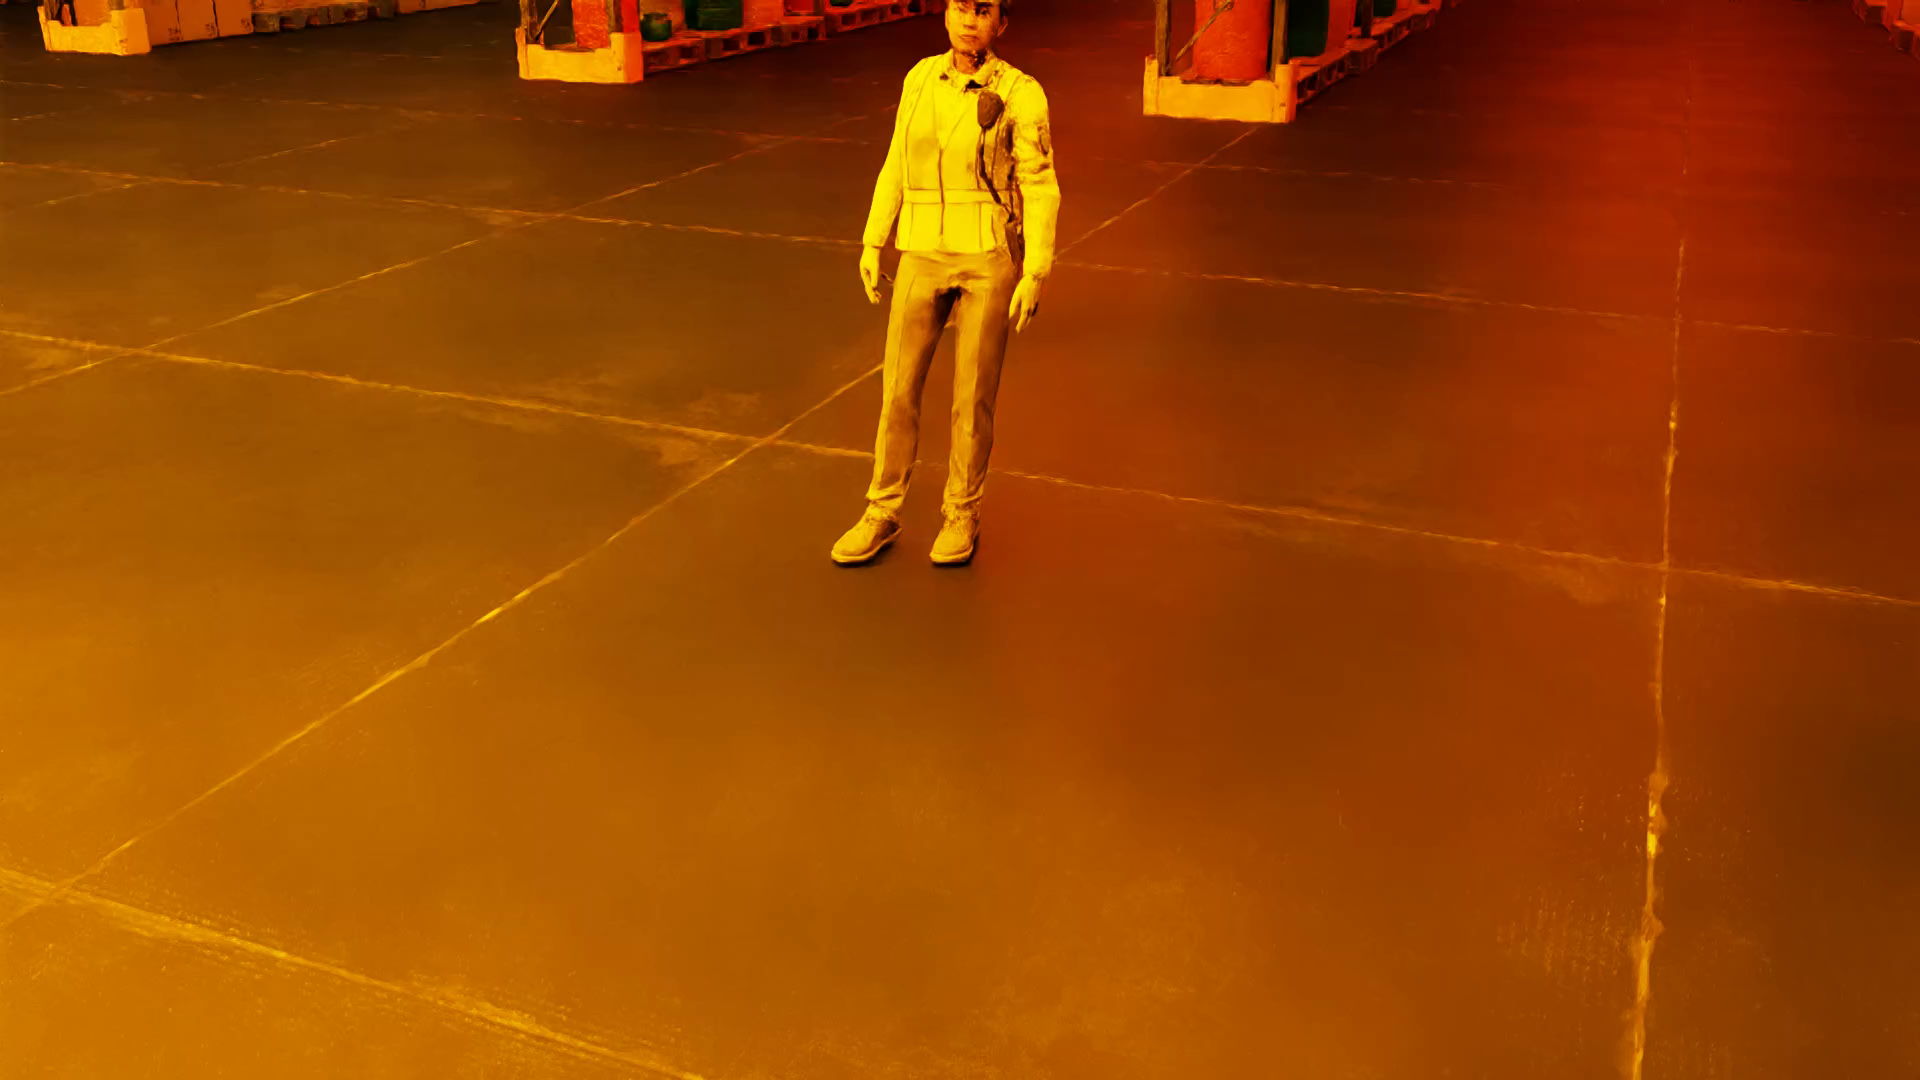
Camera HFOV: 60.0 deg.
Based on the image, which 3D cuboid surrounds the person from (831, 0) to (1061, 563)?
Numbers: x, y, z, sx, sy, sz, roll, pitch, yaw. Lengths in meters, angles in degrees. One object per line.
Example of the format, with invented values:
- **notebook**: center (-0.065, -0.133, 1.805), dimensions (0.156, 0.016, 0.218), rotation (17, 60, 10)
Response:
- **person**: center (-0.032, -0.766, 4.708), dimensions (0.586, 1.695, 0.532), rotation (9, 24, 21)
